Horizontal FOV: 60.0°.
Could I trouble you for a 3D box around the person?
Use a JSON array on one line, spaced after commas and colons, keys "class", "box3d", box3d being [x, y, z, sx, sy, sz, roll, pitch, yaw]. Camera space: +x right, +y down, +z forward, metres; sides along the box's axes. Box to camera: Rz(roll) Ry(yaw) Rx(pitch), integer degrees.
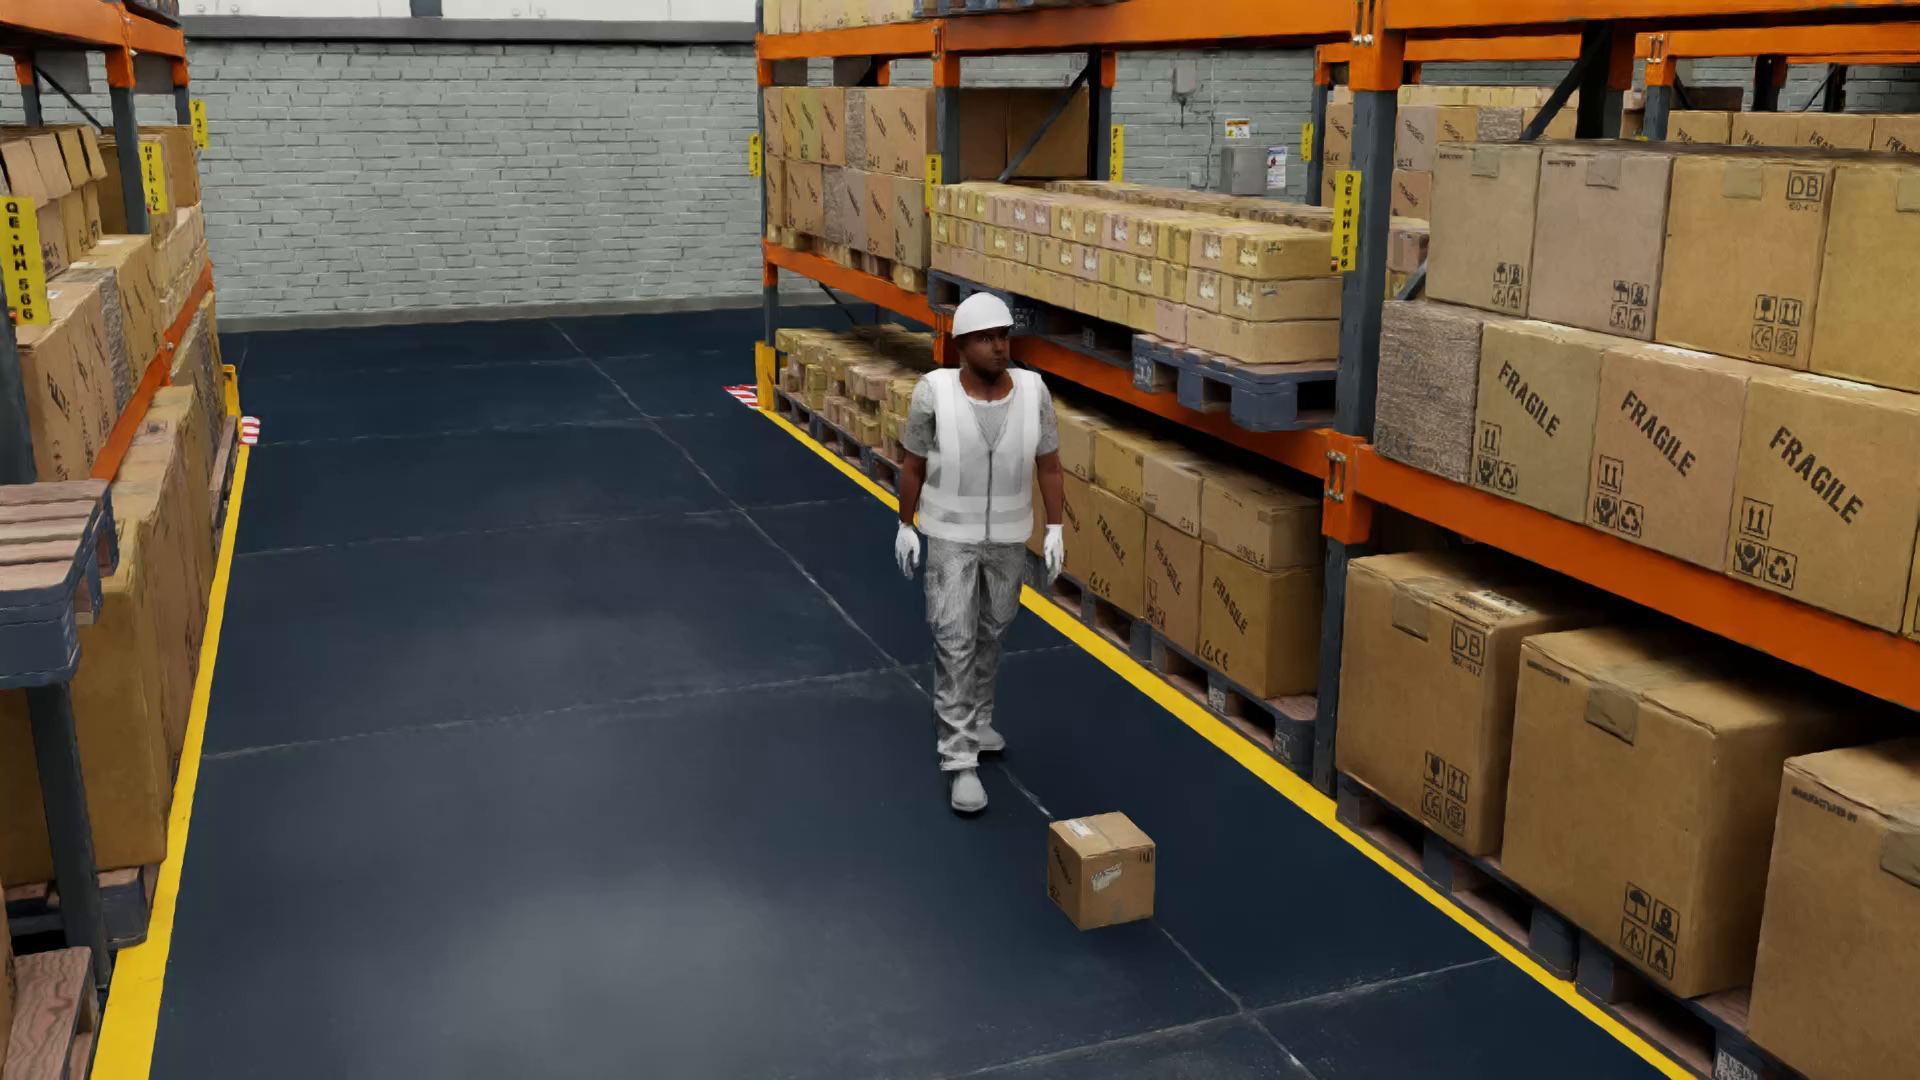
[{"class": "person", "box3d": [0.102, 0.001, 5.940, 0.578, 1.758, 0.783, -5, 16, -17]}]
